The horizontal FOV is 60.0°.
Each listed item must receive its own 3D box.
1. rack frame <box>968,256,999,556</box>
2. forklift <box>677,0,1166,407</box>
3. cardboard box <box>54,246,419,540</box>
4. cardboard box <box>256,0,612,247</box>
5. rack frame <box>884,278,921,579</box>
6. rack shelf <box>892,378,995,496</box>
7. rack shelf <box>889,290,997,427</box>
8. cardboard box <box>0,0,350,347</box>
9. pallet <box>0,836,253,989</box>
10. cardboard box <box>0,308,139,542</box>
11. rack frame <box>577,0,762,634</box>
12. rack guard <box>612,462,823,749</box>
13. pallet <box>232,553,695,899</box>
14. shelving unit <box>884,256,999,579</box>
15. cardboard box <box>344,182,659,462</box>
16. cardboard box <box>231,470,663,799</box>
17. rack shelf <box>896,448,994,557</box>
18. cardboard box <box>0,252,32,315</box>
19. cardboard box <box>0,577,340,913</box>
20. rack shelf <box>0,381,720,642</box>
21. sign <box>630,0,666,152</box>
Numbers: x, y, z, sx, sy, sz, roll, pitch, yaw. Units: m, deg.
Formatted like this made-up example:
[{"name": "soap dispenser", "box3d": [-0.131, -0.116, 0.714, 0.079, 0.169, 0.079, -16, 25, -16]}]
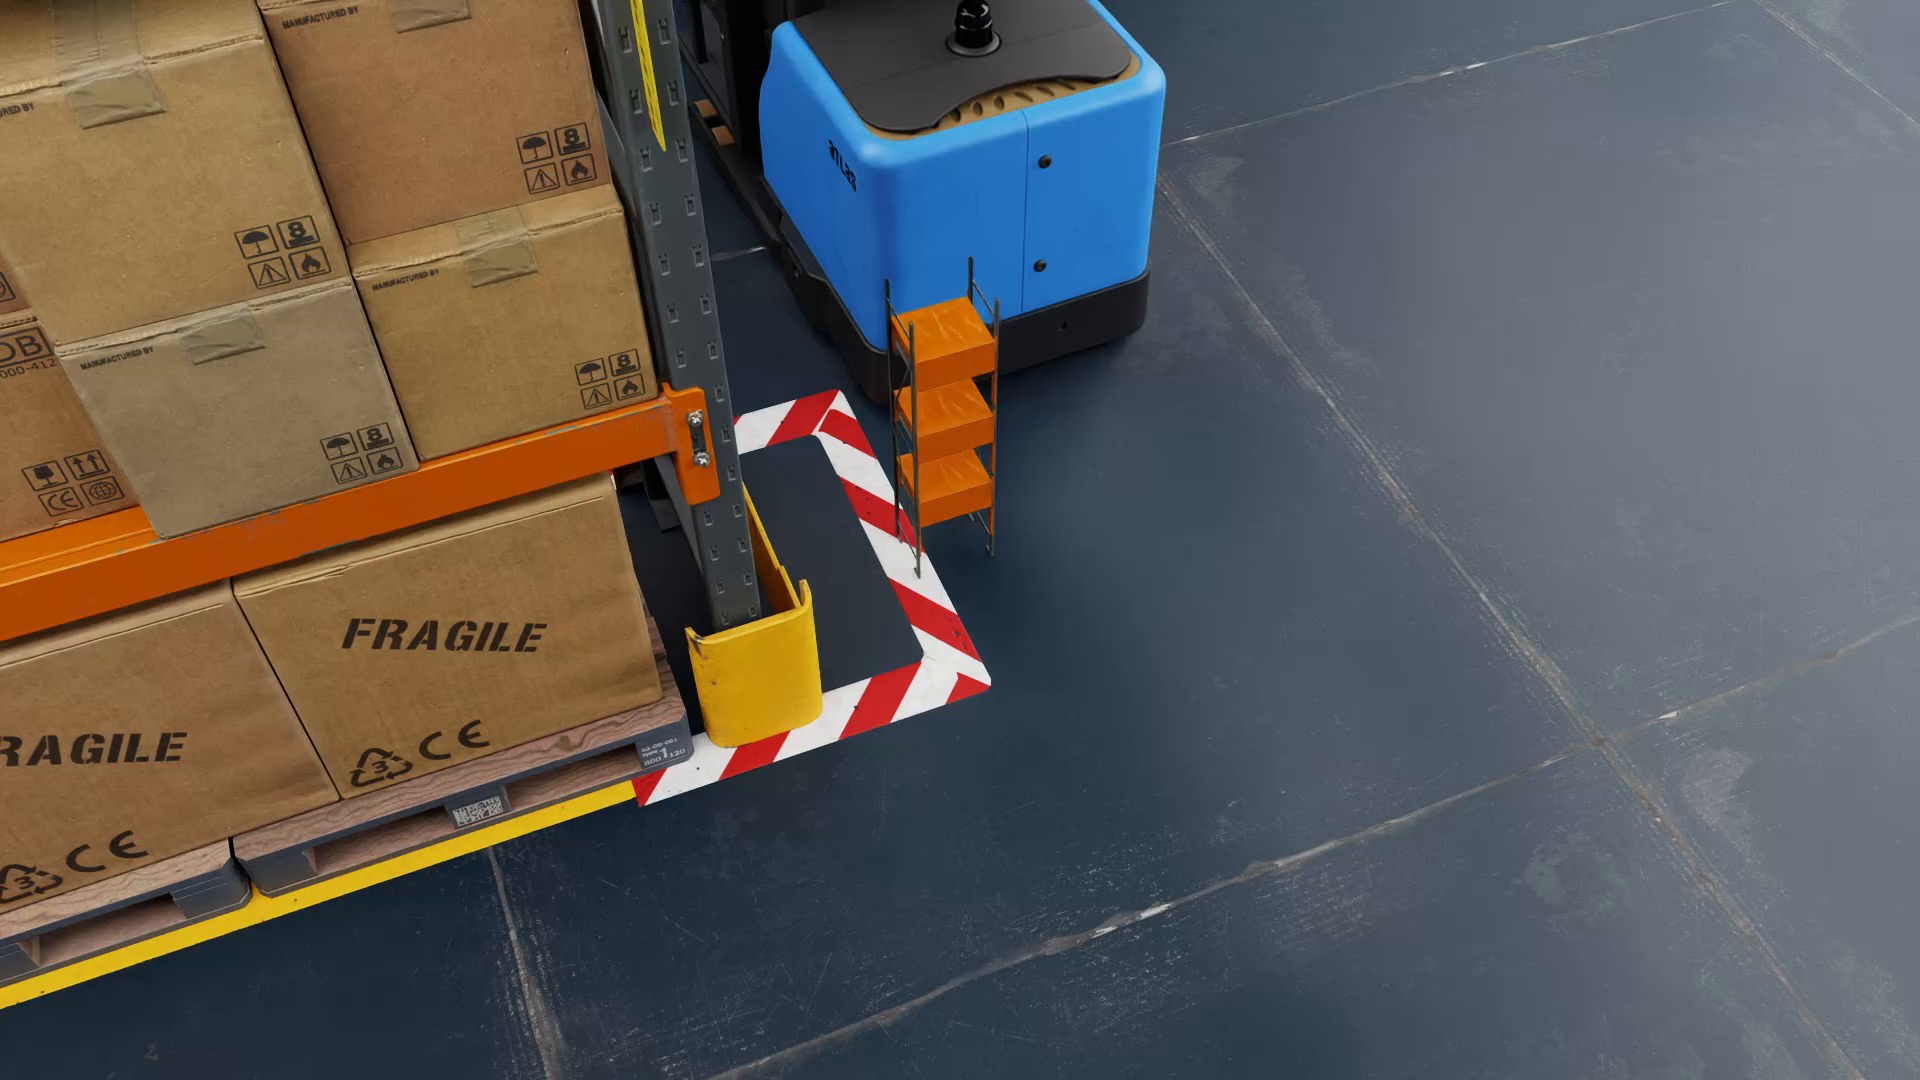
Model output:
[{"name": "rack frame", "box3d": [0.064, -0.362, 4.869, 0.008, 1.050, 0.200, -17, 52, -14]}, {"name": "forklift", "box3d": [-0.428, -2.530, 5.491, 1.130, 2.935, 3.031, -19, 52, -16]}, {"name": "cardboard box", "box3d": [-1.608, -0.558, 3.653, 0.550, 0.550, 0.875, -17, 52, -14]}, {"name": "cardboard box", "box3d": [-1.139, -1.142, 3.443, 0.550, 0.550, 0.875, -17, 52, -14]}, {"name": "rack frame", "box3d": [-0.162, -0.292, 4.808, 0.008, 1.050, 0.200, -17, 52, -14]}, {"name": "rack shelf", "box3d": [-0.049, -0.320, 4.847, 0.240, 0.259, 0.215, -17, 52, -14]}, {"name": "rack shelf", "box3d": [-0.049, -0.505, 4.631, 0.240, 0.259, 0.215, -17, 52, -14]}, {"name": "cardboard box", "box3d": [-1.613, -0.919, 3.251, 0.550, 0.550, 0.875, -17, 52, -14]}, {"name": "pallet", "box3d": [-2.619, 0.720, 4.493, 1.213, 0.211, 1.003, -17, 52, -14]}, {"name": "cardboard box", "box3d": [-2.174, -0.485, 3.591, 0.550, 0.550, 0.875, -17, 52, -14]}, {"name": "rack frame", "box3d": [-0.781, -0.820, 3.977, 0.127, 3.000, 1.000, -17, 52, -14]}, {"name": "rack guard", "box3d": [-0.758, -0.013, 4.931, 0.348, 0.500, 1.175, -17, 52, -14]}, {"name": "pallet", "box3d": [-1.491, 0.373, 4.791, 1.213, 0.211, 1.003, -17, 52, -14]}, {"name": "shelving unit", "box3d": [-0.049, -0.327, 4.839, 0.252, 1.050, 0.215, -17, 52, -14]}, {"name": "cardboard box", "box3d": [-1.107, -0.731, 3.801, 0.550, 0.550, 0.875, -17, 52, -14]}, {"name": "cardboard box", "box3d": [-1.383, -0.024, 4.417, 0.875, 0.875, 0.875, -17, 51, -14]}, {"name": "rack shelf", "box3d": [-0.049, -0.139, 5.057, 0.240, 0.259, 0.215, -17, 52, -14]}, {"name": "cardboard box", "box3d": [-2.183, -0.854, 3.195, 0.550, 0.550, 0.875, -17, 52, -14]}, {"name": "cardboard box", "box3d": [-2.197, 0.230, 4.199, 0.875, 0.875, 0.875, -18, 52, -15]}, {"name": "rack shelf", "box3d": [-2.632, -0.012, 3.757, 4.000, 0.370, 1.077, -17, 52, -14]}, {"name": "sign", "box3d": [-0.588, -0.890, 3.117, 0.005, 0.325, 0.100, -17, 52, -14]}]
